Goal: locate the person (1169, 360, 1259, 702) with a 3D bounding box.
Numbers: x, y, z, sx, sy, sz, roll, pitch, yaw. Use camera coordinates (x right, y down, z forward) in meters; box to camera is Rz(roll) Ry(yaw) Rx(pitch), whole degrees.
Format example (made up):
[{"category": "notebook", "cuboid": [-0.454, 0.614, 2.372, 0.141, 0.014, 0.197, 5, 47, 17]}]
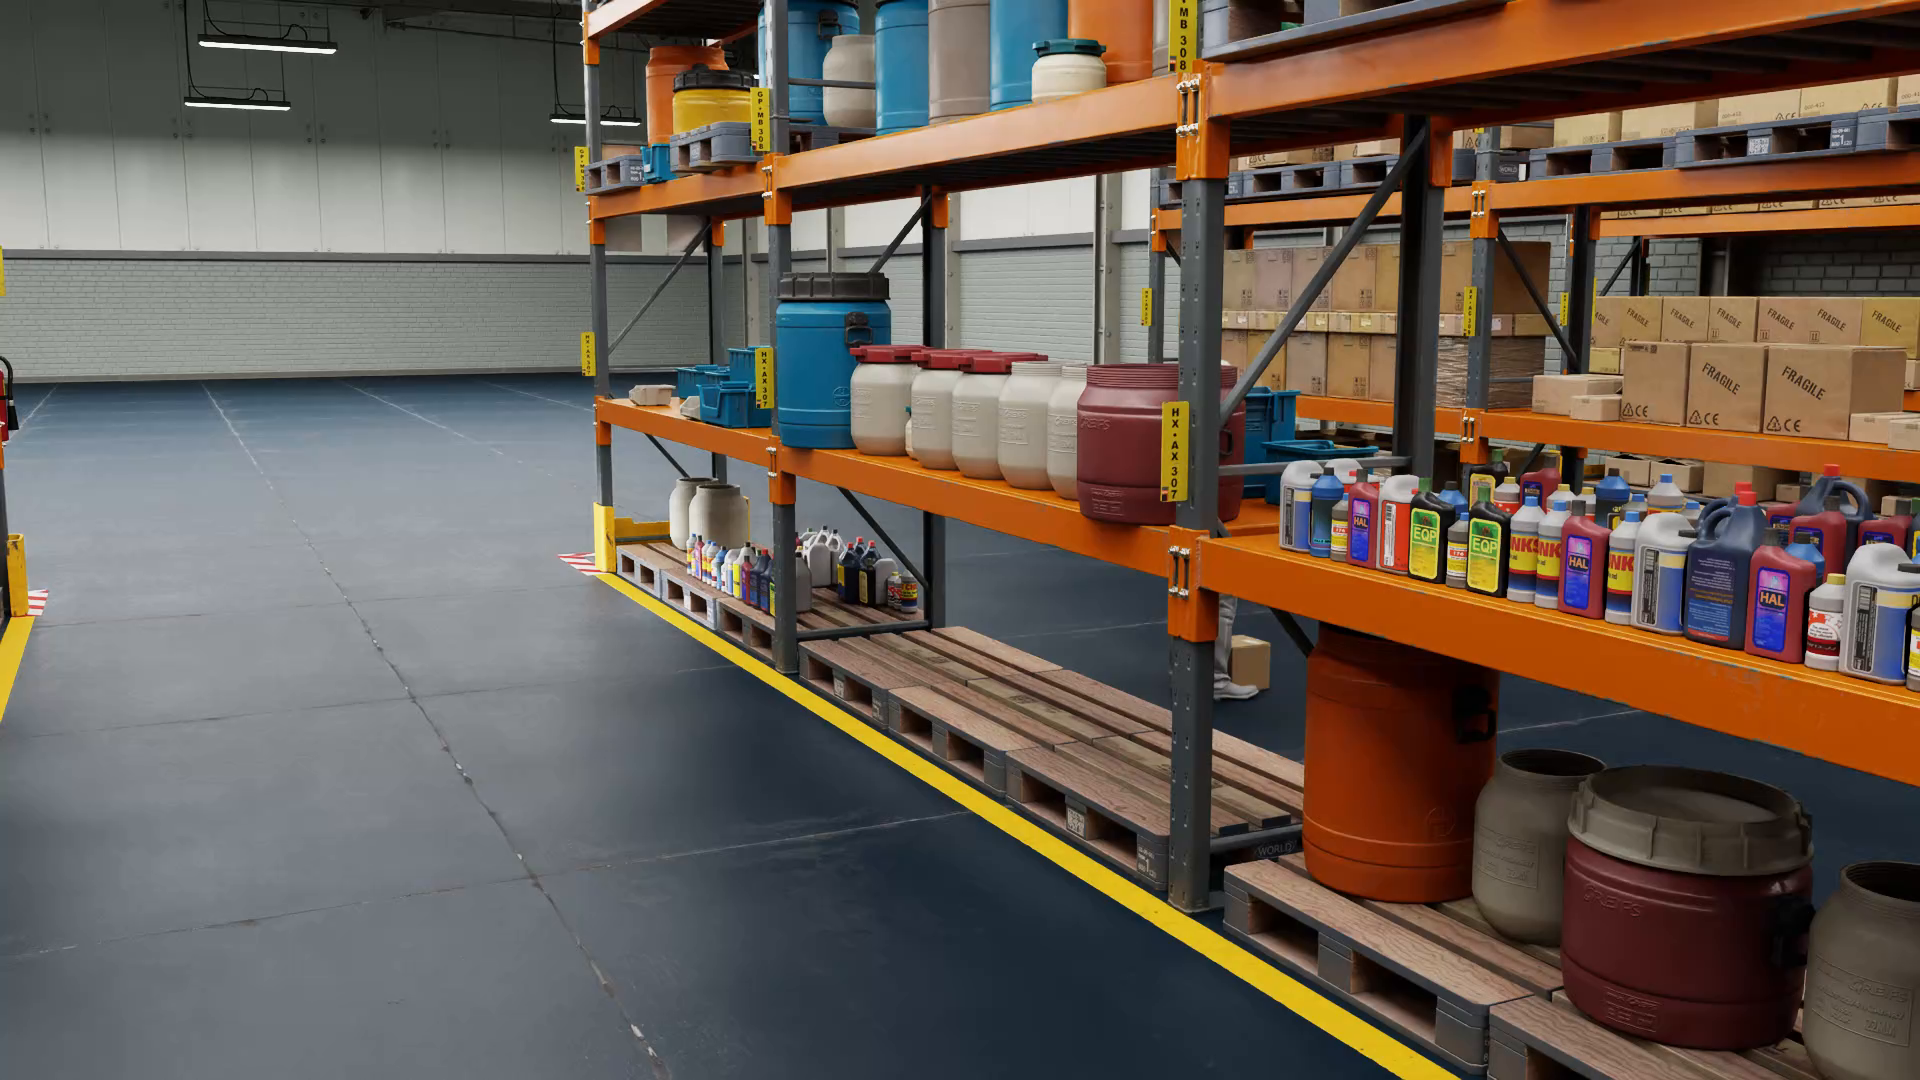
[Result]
[{"category": "person", "cuboid": [1.289, -0.064, 8.714, 0.460, 1.760, 0.618, -5, 10, -28]}]
